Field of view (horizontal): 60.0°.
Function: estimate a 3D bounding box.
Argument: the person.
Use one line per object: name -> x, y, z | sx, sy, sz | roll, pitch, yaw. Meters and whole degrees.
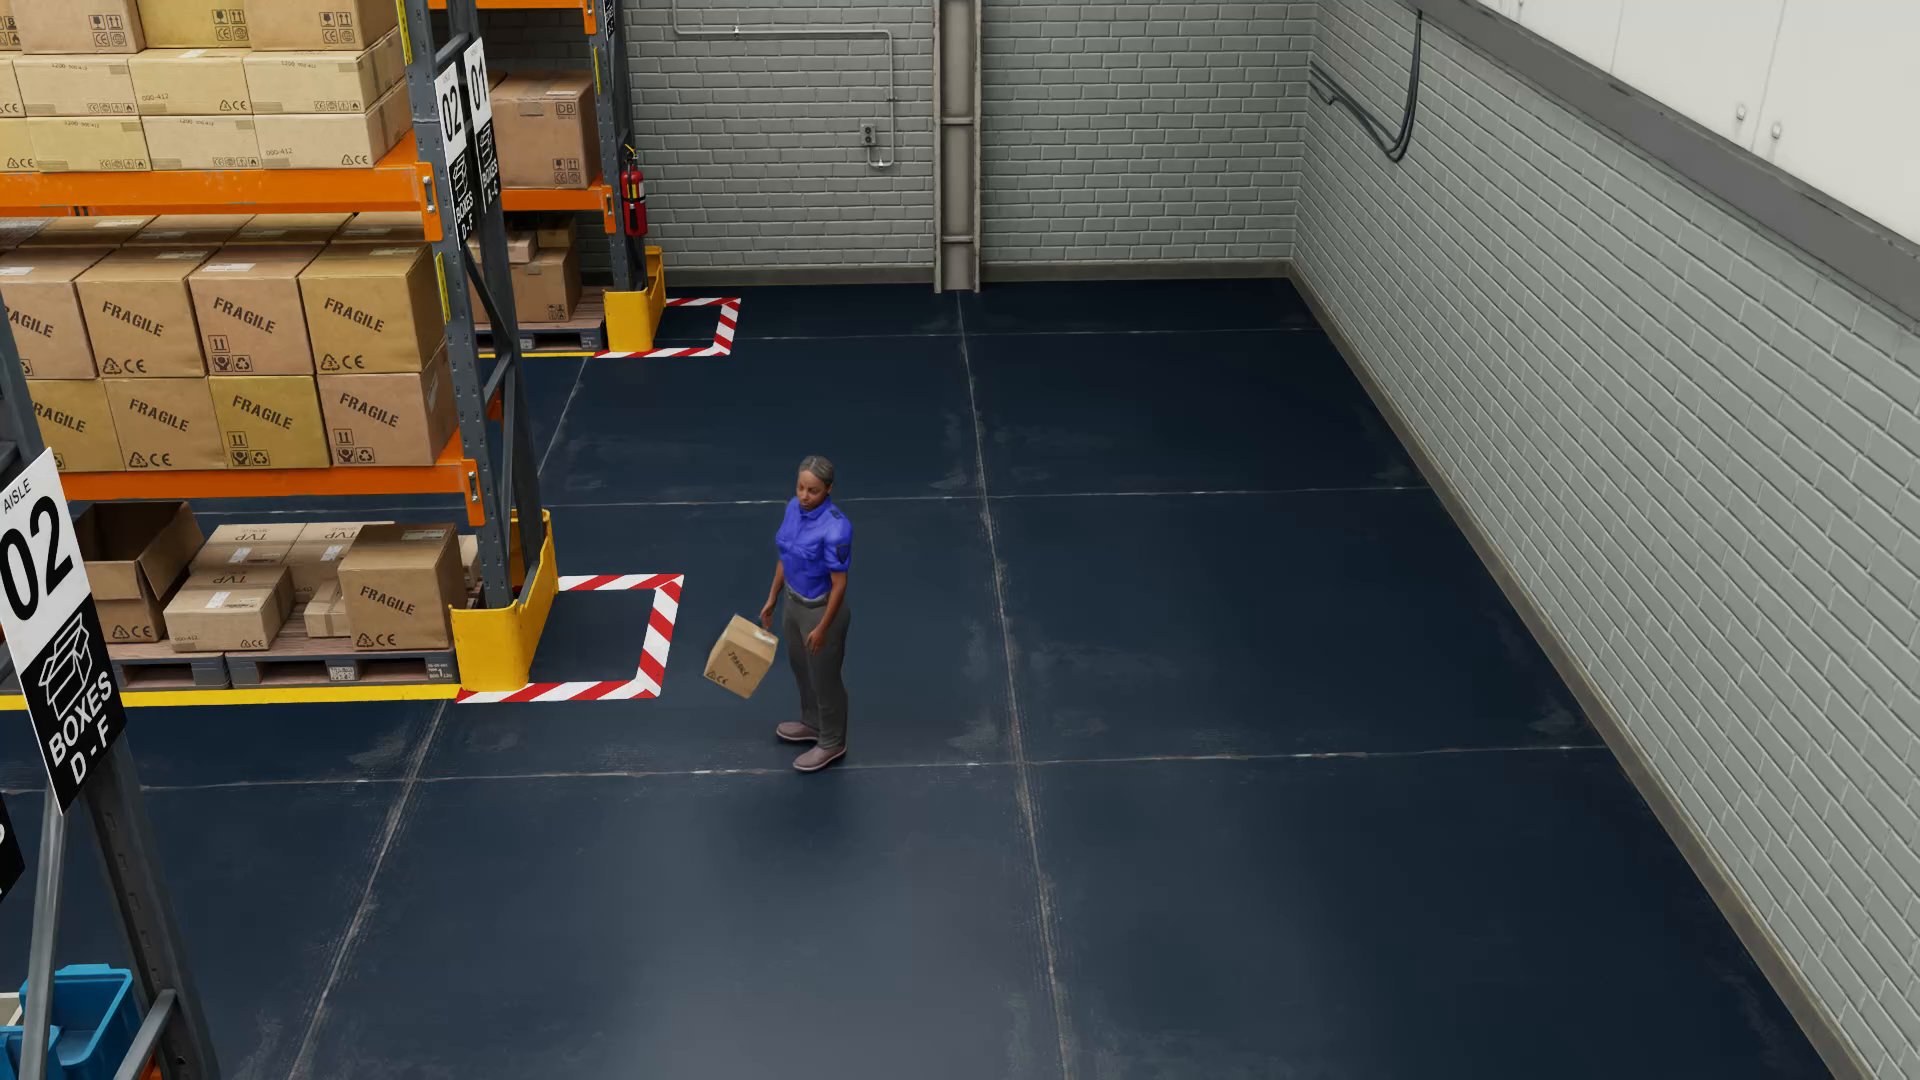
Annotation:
person -> -0.745, 0.345, 7.943 | 0.355, 1.667, 0.568 | -18, 33, -31
